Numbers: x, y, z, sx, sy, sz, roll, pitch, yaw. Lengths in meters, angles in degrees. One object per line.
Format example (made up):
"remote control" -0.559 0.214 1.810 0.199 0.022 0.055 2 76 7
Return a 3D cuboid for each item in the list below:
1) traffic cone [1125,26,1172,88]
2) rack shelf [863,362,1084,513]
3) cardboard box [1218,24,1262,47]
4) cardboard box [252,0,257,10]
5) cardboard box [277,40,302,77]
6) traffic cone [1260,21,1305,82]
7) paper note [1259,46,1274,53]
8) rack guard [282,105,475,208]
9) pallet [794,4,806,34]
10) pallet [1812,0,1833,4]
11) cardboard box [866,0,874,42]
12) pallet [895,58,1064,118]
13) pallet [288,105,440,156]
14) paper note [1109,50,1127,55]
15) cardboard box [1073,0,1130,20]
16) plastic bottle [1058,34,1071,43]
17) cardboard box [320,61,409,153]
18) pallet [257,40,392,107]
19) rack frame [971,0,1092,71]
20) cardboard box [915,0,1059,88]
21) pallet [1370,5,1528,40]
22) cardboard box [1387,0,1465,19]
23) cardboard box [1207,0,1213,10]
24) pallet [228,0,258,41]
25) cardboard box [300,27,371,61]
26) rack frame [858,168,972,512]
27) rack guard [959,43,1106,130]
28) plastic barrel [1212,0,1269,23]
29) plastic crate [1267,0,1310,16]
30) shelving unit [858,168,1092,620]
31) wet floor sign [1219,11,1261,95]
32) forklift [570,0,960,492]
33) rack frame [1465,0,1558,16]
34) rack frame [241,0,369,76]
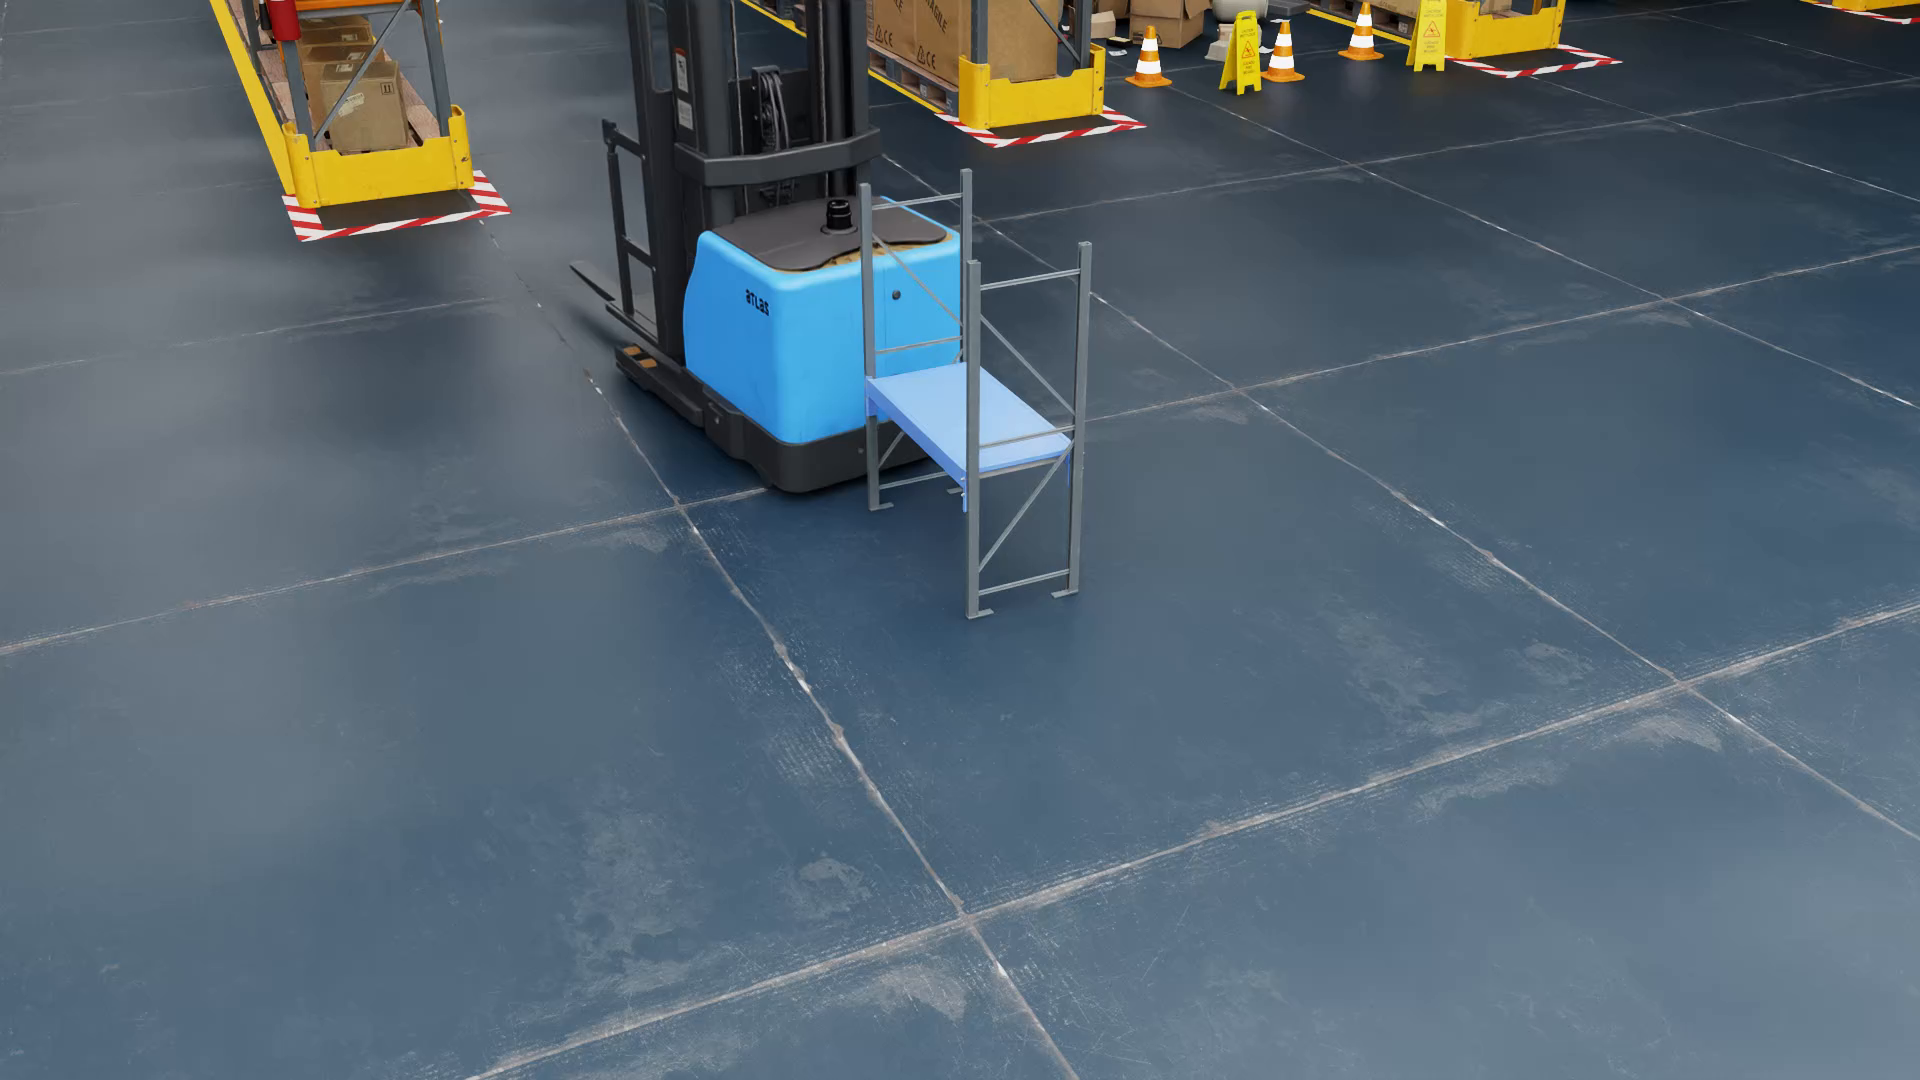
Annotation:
"traffic cone" 1.615 -4.129 14.140 0.336 0.463 0.334 -13 32 -22
"rack shelf" 0.037 -0.460 6.904 0.538 0.185 1.000 -13 32 -22
"cardboard box" 2.601 -4.697 15.475 0.380 0.149 0.250 2 29 4
"cardboard box" -6.352 -5.312 15.761 0.700 0.500 0.500 -16 33 -26
"cardboard box" -5.292 -4.129 13.673 0.500 0.500 0.500 -3 29 -6
"traffic cone" 2.781 -4.216 14.295 0.336 0.463 0.334 -13 32 -22
"paper note" 2.784 -4.491 15.228 0.142 0.019 0.148 26 38 38
"rack guard" -3.995 -2.649 11.463 1.175 0.500 0.348 -13 32 -22
"pallet" -0.901 -4.901 15.774 1.003 0.211 1.213 -13 32 -22
"pallet" 9.103 -5.943 17.633 1.003 0.211 1.213 -13 32 -22
"cardboard box" -0.560 -5.036 14.907 0.875 0.875 0.875 -13 32 -22
"pallet" 0.146 -3.823 13.852 1.003 0.211 1.213 -13 32 -22
"pallet" -4.312 -2.889 12.187 1.003 0.211 1.213 -13 32 -22
"paper note" 1.438 -4.437 15.134 0.144 0.017 0.142 -3 29 -5
"cardboard box" 1.538 -5.412 16.249 0.797 0.637 0.503 -13 32 -22
"plastic bottle" 0.901 -4.691 15.553 0.133 0.061 0.283 26 38 38
"cardboard box" -4.216 -3.078 11.798 0.500 0.500 0.500 -7 30 -13
"pallet" -5.360 -3.967 14.109 1.003 0.211 1.213 -13 32 -22
"rack frame" 0.560 -4.702 12.569 1.000 3.000 0.127 -13 32 -22
"cardboard box" 0.210 -4.244 13.495 0.875 0.875 0.875 -13 32 -22
"pallet" 4.638 -4.970 15.897 1.003 0.211 1.213 -13 32 -22
"cardboard box" 4.387 -5.081 15.627 0.500 0.250 0.500 -13 32 -22
"cardboard box" 2.502 -5.705 16.910 0.500 0.500 0.500 7 30 13
"pallet" -6.543 -5.140 16.200 1.003 0.211 1.213 -13 32 -22
"cardboard box" -4.755 -3.615 12.757 0.500 0.500 0.500 -10 31 -17
"rack frame" -0.182 -0.841 7.216 0.500 1.500 0.032 -13 32 -22
"rack guard" 0.571 -3.601 13.162 1.175 0.500 0.348 -13 32 -22
"plastic barrel" 2.734 -5.257 16.193 0.512 0.421 0.421 7 30 13
"plastic crate" 3.204 -5.414 16.824 0.583 0.080 0.402 26 38 38
"shelving unit" 0.037 -0.616 6.816 0.538 1.500 1.048 -13 32 -22
"wet floor sign" 2.361 -4.078 13.864 0.267 0.644 0.232 -19 35 -30
"forklift" -1.158 -2.168 8.119 1.130 2.935 3.031 -18 34 -29
"rack frame" 4.988 -5.786 14.502 1.000 3.000 0.127 -13 32 -22
"rack frame" -5.680 -5.473 13.942 1.000 3.000 0.127 -13 32 -22
